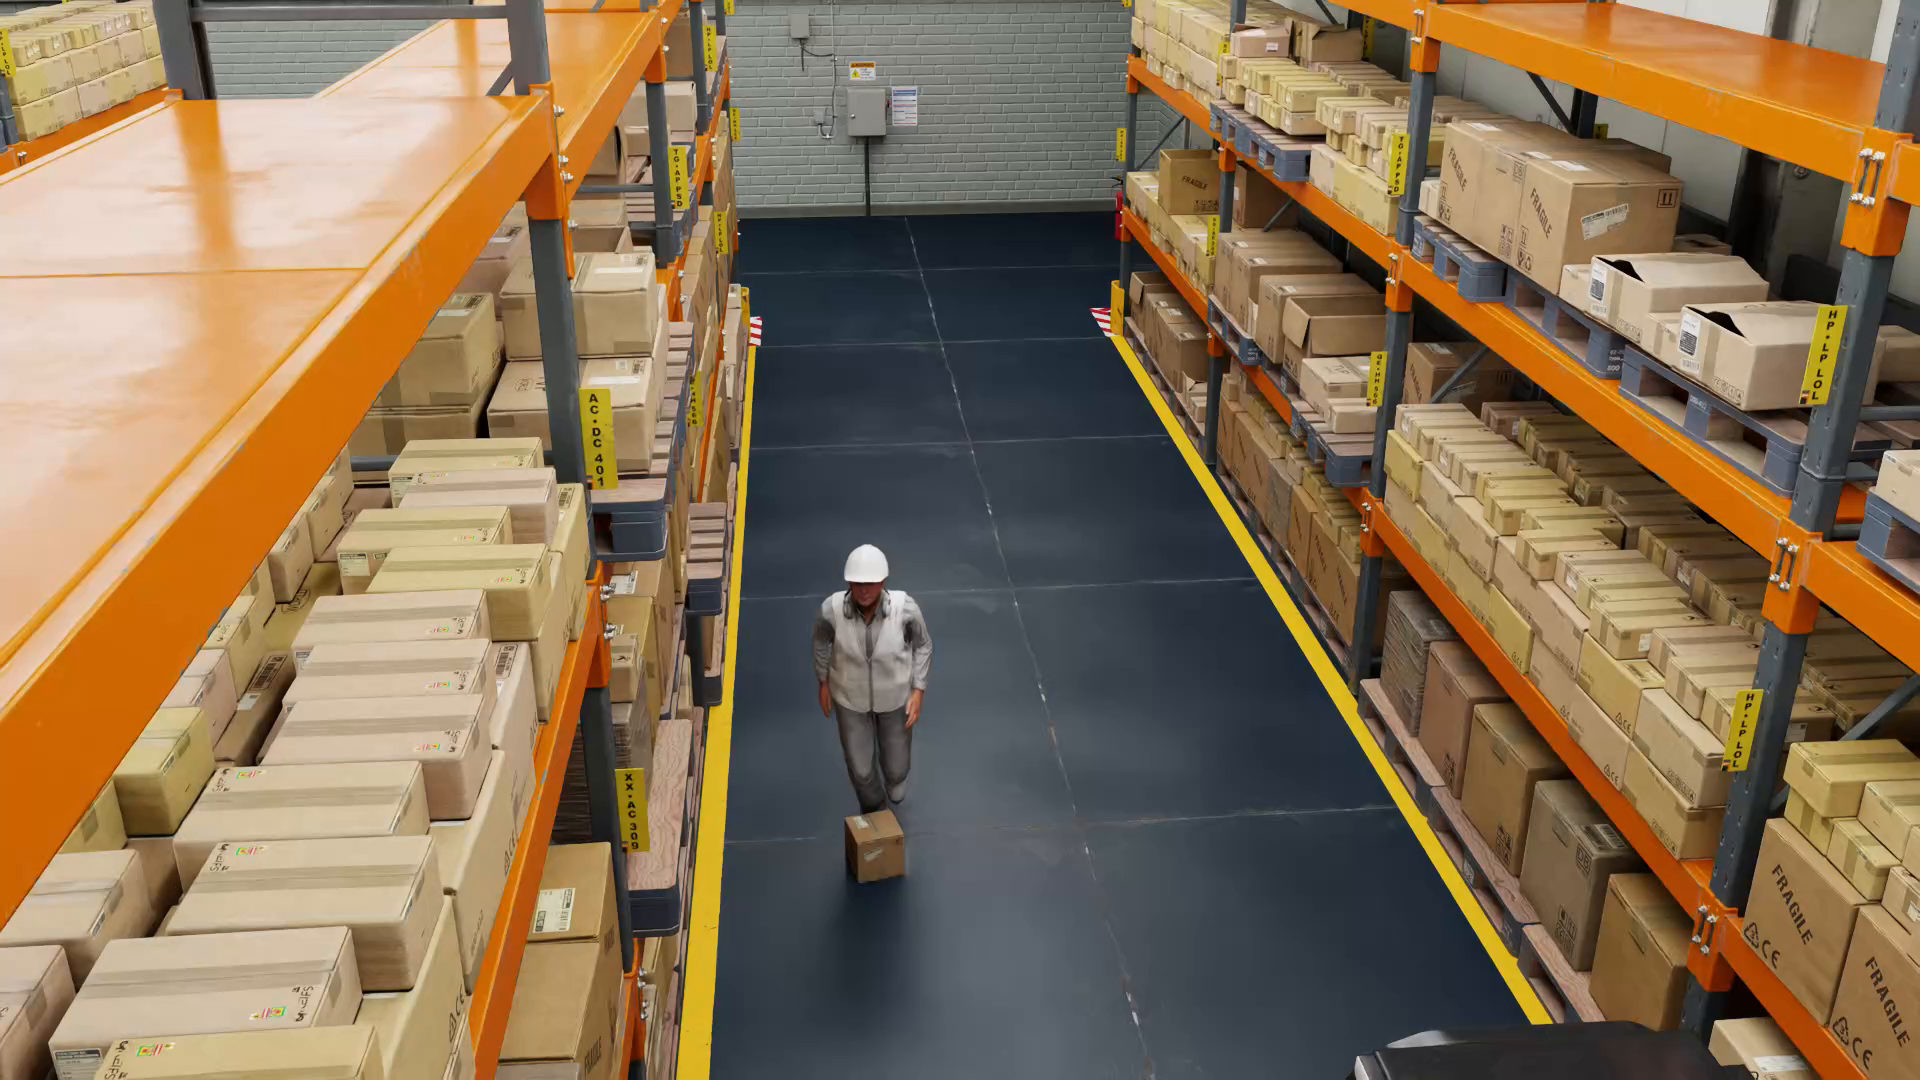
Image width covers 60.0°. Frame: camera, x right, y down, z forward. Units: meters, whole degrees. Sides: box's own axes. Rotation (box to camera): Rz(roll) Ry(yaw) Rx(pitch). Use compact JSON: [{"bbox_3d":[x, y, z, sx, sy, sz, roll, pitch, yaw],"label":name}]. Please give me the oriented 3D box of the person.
[{"bbox_3d":[-0.453,0.760,8.581,0.624,1.735,0.692,-1,24,-3],"label":"person"}]
